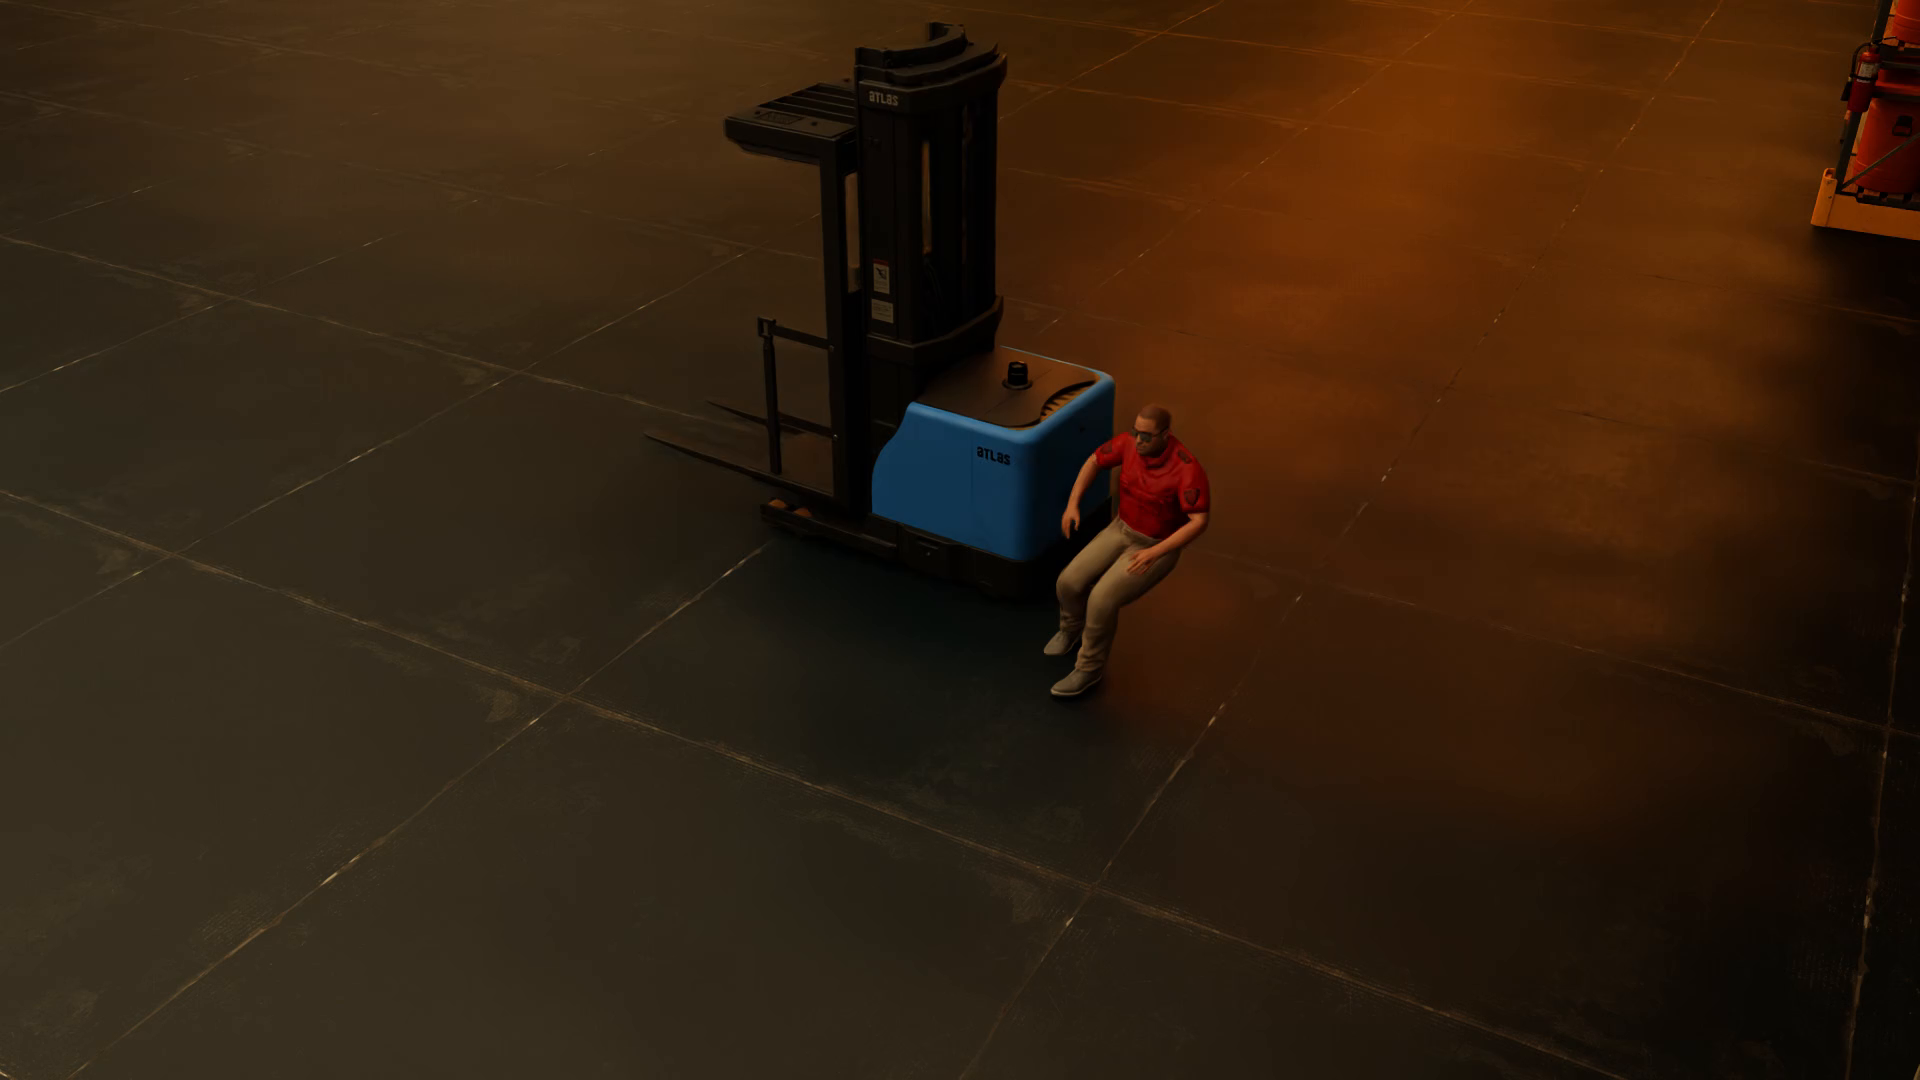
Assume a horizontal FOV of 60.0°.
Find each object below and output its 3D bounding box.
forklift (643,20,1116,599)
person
[{"bbox_3d":[-0.608,-1.493,9.658,3.031,2.935,1.130,18,35,28],"label":"forklift"},{"bbox_3d":[0.793,0.064,8.466,0.793,1.525,0.856,25,38,36],"label":"person"}]
